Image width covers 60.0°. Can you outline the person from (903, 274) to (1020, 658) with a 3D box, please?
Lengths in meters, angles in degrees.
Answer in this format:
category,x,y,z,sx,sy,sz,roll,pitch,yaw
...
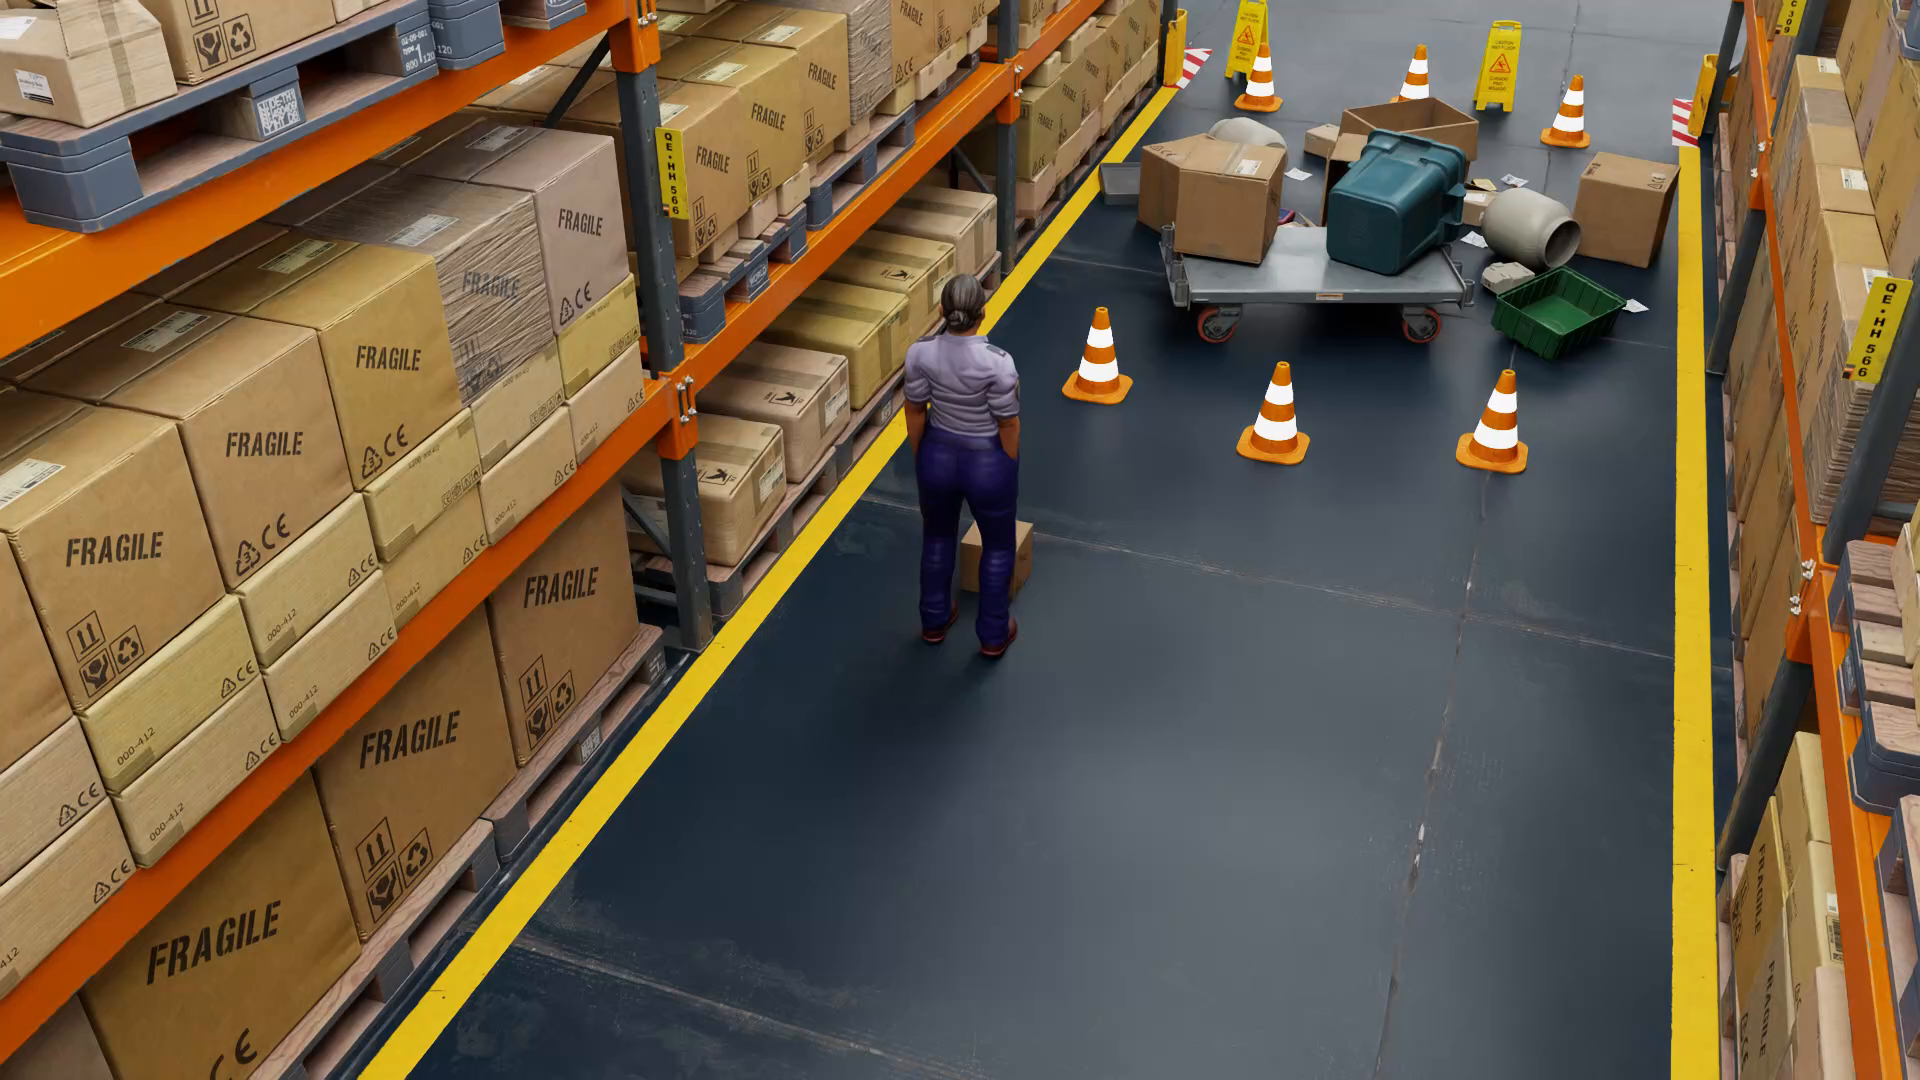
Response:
category,x,y,z,sx,sy,sz,roll,pitch,yaw
person,0.015,-0.289,6.604,0.471,1.649,0.341,11,35,16
